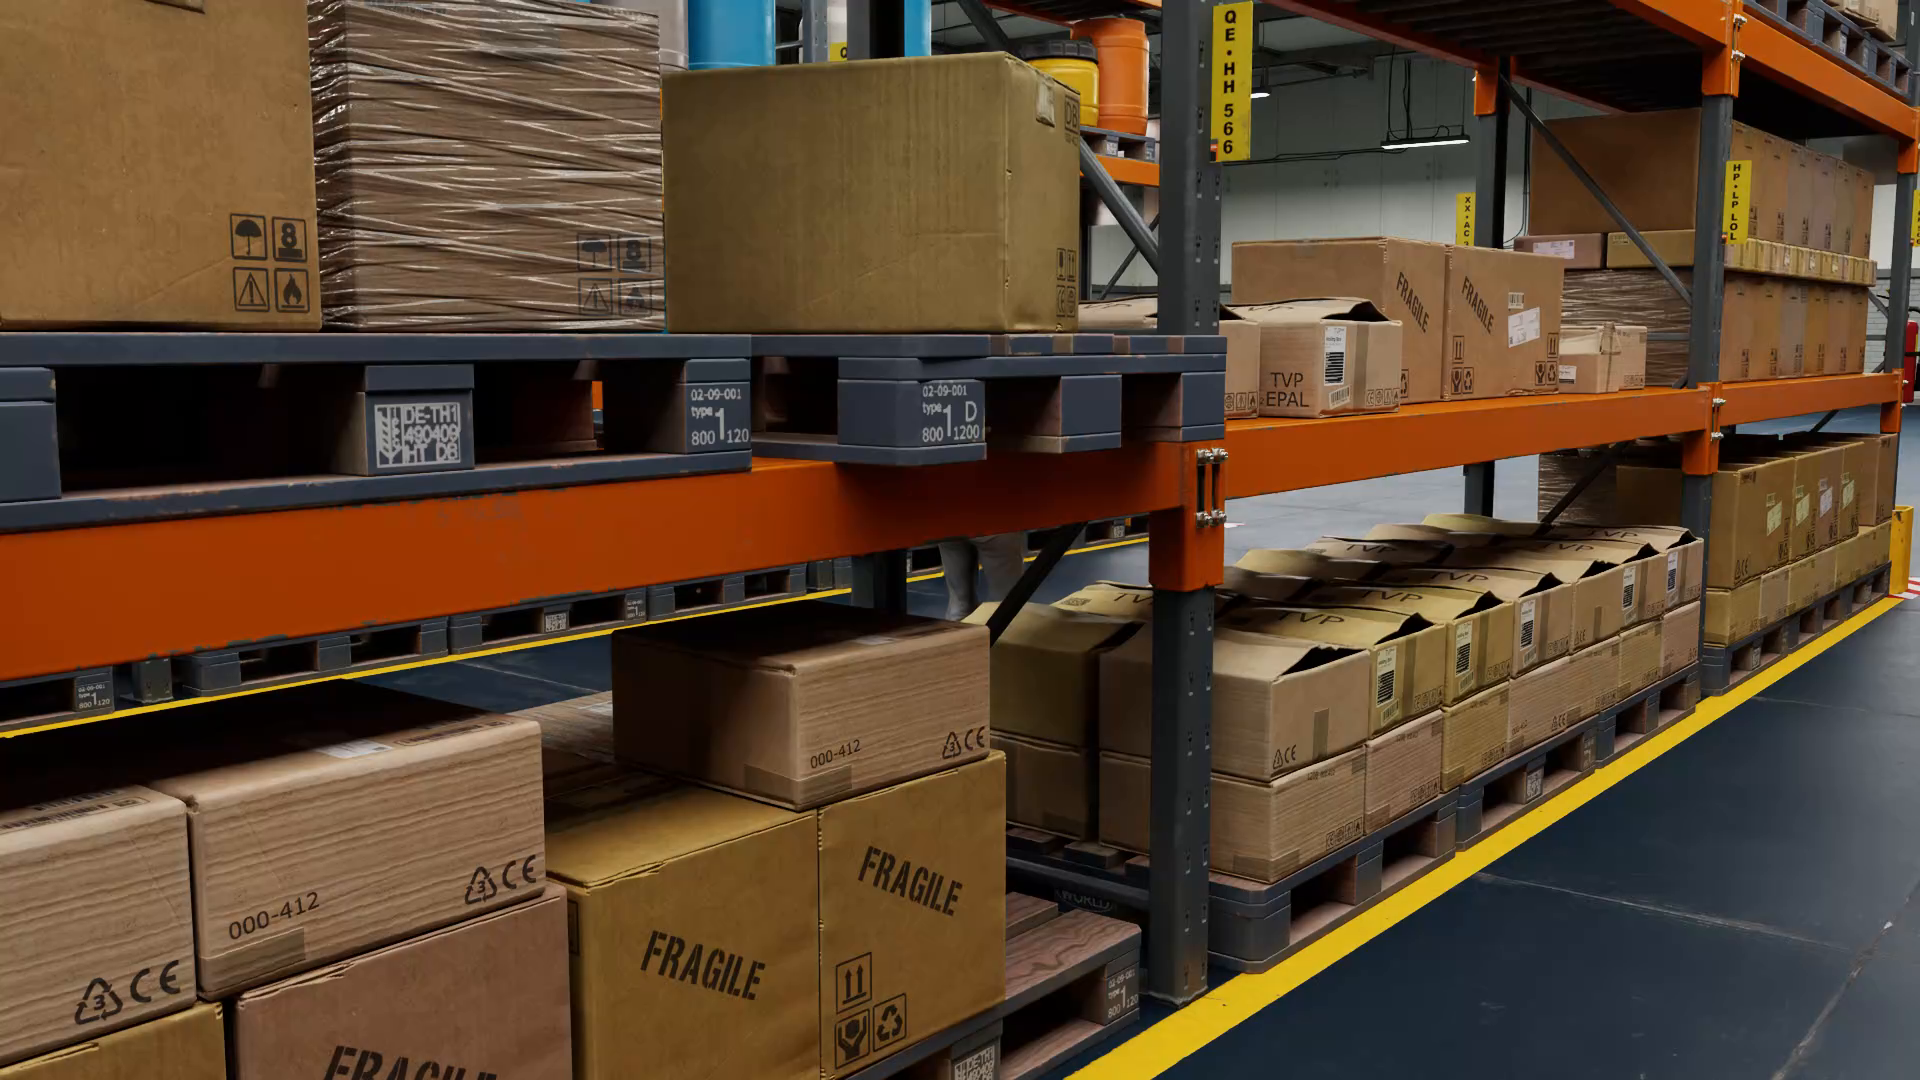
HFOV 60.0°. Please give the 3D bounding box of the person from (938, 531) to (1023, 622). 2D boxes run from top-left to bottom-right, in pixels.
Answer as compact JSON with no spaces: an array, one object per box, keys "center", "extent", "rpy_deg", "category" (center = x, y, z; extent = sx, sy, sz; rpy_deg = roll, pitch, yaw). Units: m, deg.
[{"center":[0.126,-0.070,6.466],"extent":[0.374,1.598,0.505],"rpy_deg":[5,9,38],"category":"person"}]
